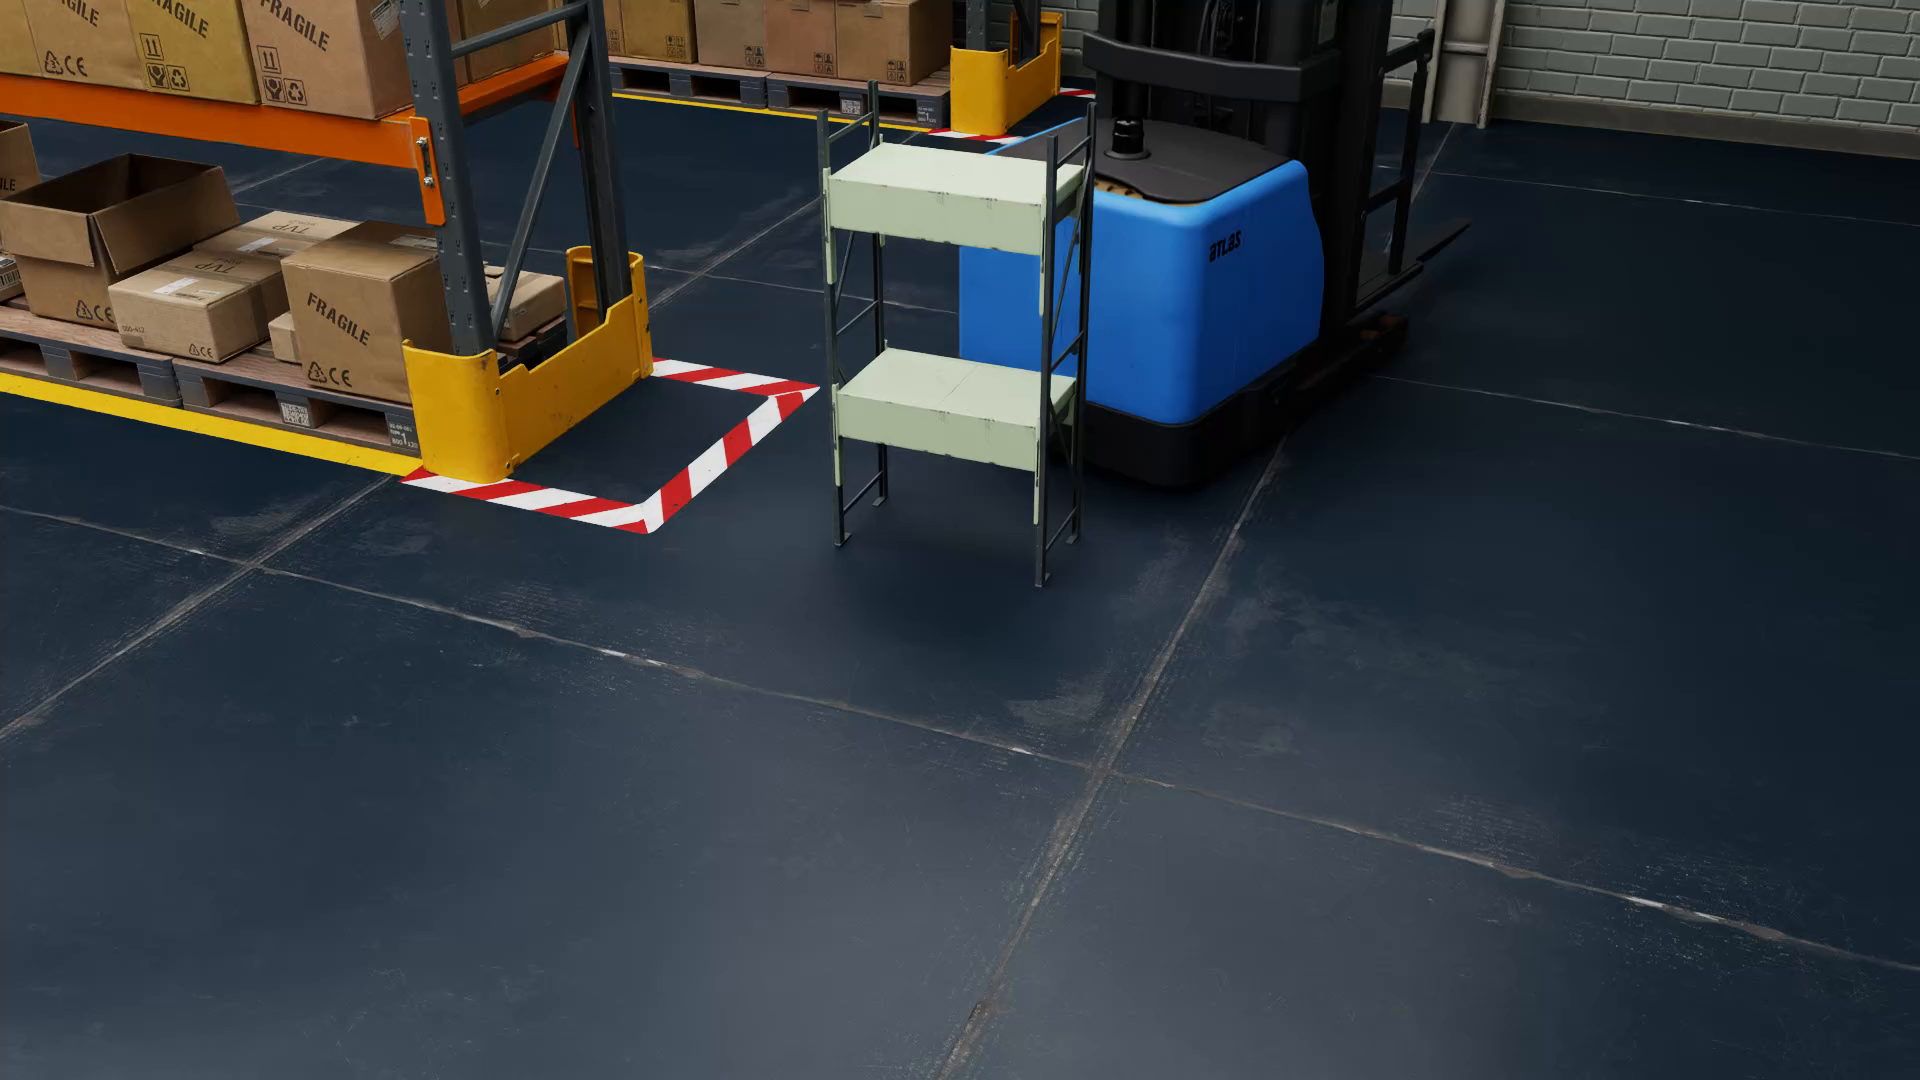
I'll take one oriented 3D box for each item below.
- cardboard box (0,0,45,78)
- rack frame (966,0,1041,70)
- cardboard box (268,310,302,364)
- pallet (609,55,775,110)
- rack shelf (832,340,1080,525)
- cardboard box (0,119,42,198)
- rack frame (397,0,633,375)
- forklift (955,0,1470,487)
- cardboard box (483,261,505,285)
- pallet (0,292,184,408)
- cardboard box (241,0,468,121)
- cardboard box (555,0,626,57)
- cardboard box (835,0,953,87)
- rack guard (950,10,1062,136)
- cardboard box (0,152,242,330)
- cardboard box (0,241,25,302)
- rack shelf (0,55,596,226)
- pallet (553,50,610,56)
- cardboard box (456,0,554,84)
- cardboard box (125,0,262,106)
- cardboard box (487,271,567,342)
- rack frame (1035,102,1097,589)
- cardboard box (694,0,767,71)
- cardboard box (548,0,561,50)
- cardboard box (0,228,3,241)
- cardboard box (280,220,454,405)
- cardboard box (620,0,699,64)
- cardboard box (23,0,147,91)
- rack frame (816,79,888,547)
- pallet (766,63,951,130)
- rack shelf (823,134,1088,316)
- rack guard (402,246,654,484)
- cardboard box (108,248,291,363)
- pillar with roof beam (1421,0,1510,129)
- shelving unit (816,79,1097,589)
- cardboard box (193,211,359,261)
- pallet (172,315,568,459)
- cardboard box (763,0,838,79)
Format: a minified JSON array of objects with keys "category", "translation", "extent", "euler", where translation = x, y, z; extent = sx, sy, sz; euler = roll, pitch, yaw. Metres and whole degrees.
[{"category":"cardboard box","translation":[-3.507,-2.071,6.264],"extent":[0.500,0.500,0.500],"euler":[11,31,18]},{"category":"rack frame","translation":[0.279,-4.045,9.859],"extent":[0.127,3.000,1.000],"euler":[11,31,19]},{"category":"cardboard box","translation":[-2.518,-0.848,6.635],"extent":[0.250,0.166,0.380],"euler":[11,31,19]},{"category":"pallet","translation":[-1.618,-3.170,11.144],"extent":[1.213,0.211,1.003],"euler":[11,31,19]},{"category":"rack shelf","translation":[-0.006,-0.370,5.544],"extent":[0.720,0.370,0.431],"euler":[11,31,19]},{"category":"cardboard box","translation":[-4.652,-1.653,7.720],"extent":[0.500,0.500,0.500],"euler":[11,31,19]},{"category":"rack frame","translation":[-1.580,-1.786,5.862],"extent":[0.127,3.000,1.000],"euler":[11,31,19]},{"category":"forklift","translation":[1.276,-2.131,6.541],"extent":[1.130,2.935,3.031],"euler":[21,35,32]},{"category":"cardboard box","translation":[-2.070,-1.025,6.947],"extent":[0.250,0.166,0.380],"euler":[11,31,19]},{"category":"pallet","translation":[-3.516,-0.960,7.233],"extent":[1.213,0.211,1.003],"euler":[11,31,19]},{"category":"cardboard box","translation":[-2.097,-1.788,5.764],"extent":[0.500,0.500,0.500],"euler":[12,32,21]},{"category":"cardboard box","translation":[-2.309,-3.601,11.185],"extent":[0.500,0.500,0.700],"euler":[11,31,19]},{"category":"cardboard box","translation":[-0.407,-3.224,10.519],"extent":[0.500,0.500,0.700],"euler":[11,31,19]},{"category":"rack guard","translation":[0.301,-2.953,10.466],"extent":[0.348,0.500,1.175],"euler":[11,31,19]},{"category":"cardboard box","translation":[-3.544,-1.286,7.066],"extent":[0.637,0.503,0.797],"euler":[11,31,19]},{"category":"cardboard box","translation":[-4.174,-1.152,7.173],"extent":[0.250,0.166,0.380],"euler":[11,31,19]},{"category":"rack shelf","translation":[-3.433,-1.843,6.693],"extent":[4.000,0.370,1.077],"euler":[11,31,19]},{"category":"pallet","translation":[-2.752,-3.395,11.542],"extent":[1.213,0.211,1.003],"euler":[11,31,19]},{"category":"cardboard box","translation":[-1.892,-2.032,6.195],"extent":[0.500,0.500,0.500],"euler":[12,32,20]},{"category":"cardboard box","translation":[-2.579,-1.883,5.931],"extent":[0.500,0.500,0.500],"euler":[12,31,20]},{"category":"cardboard box","translation":[-1.839,-0.971,6.869],"extent":[0.250,0.149,0.380],"euler":[11,31,19]},{"category":"rack frame","translation":[0.333,-0.586,5.263],"extent":[0.023,1.500,0.400],"euler":[11,31,19]},{"category":"cardboard box","translation":[-1.337,-3.409,10.847],"extent":[0.500,0.500,0.700],"euler":[10,31,17]},{"category":"cardboard box","translation":[-2.773,-3.695,11.352],"extent":[0.500,0.500,0.700],"euler":[12,32,20]},{"category":"cardboard box","translation":[-3.957,-1.432,7.521],"extent":[0.500,0.311,0.500],"euler":[11,31,19]},{"category":"cardboard box","translation":[-2.176,-0.878,6.348],"extent":[0.500,0.500,0.500],"euler":[11,31,19]},{"category":"cardboard box","translation":[-1.834,-3.505,11.015],"extent":[0.500,0.500,0.700],"euler":[12,32,20]},{"category":"cardboard box","translation":[-3.040,-1.978,6.099],"extent":[0.500,0.500,0.500],"euler":[12,31,20]},{"category":"rack frame","translation":[-0.345,-0.722,5.503],"extent":[0.023,1.500,0.400],"euler":[11,31,19]},{"category":"pallet","translation":[-0.491,-2.944,10.744],"extent":[1.213,0.211,1.003],"euler":[11,31,19]},{"category":"rack shelf","translation":[-0.006,-0.994,5.191],"extent":[0.720,0.370,0.431],"euler":[11,31,19]},{"category":"rack guard","translation":[-1.650,-0.712,6.502],"extent":[0.348,0.500,1.175],"euler":[11,31,19]},{"category":"cardboard box","translation":[-3.045,-0.958,6.744],"extent":[0.500,0.250,0.500],"euler":[11,31,19]},{"category":"pillar with roof beam","translation":[1.488,-4.589,4.724],"extent":[0.400,9.000,9.100],"euler":[11,31,19]},{"category":"shelving unit","translation":[-0.006,-0.654,5.383],"extent":[0.755,1.500,0.431],"euler":[11,31,19]},{"category":"cardboard box","translation":[-2.904,-1.196,7.164],"extent":[0.500,0.250,0.500],"euler":[11,31,19]},{"category":"pallet","translation":[-2.390,-0.733,6.833],"extent":[1.213,0.211,1.003],"euler":[11,31,19]},{"category":"cardboard box","translation":[-0.871,-3.317,10.683],"extent":[0.500,0.500,0.700],"euler":[11,31,19]}]
